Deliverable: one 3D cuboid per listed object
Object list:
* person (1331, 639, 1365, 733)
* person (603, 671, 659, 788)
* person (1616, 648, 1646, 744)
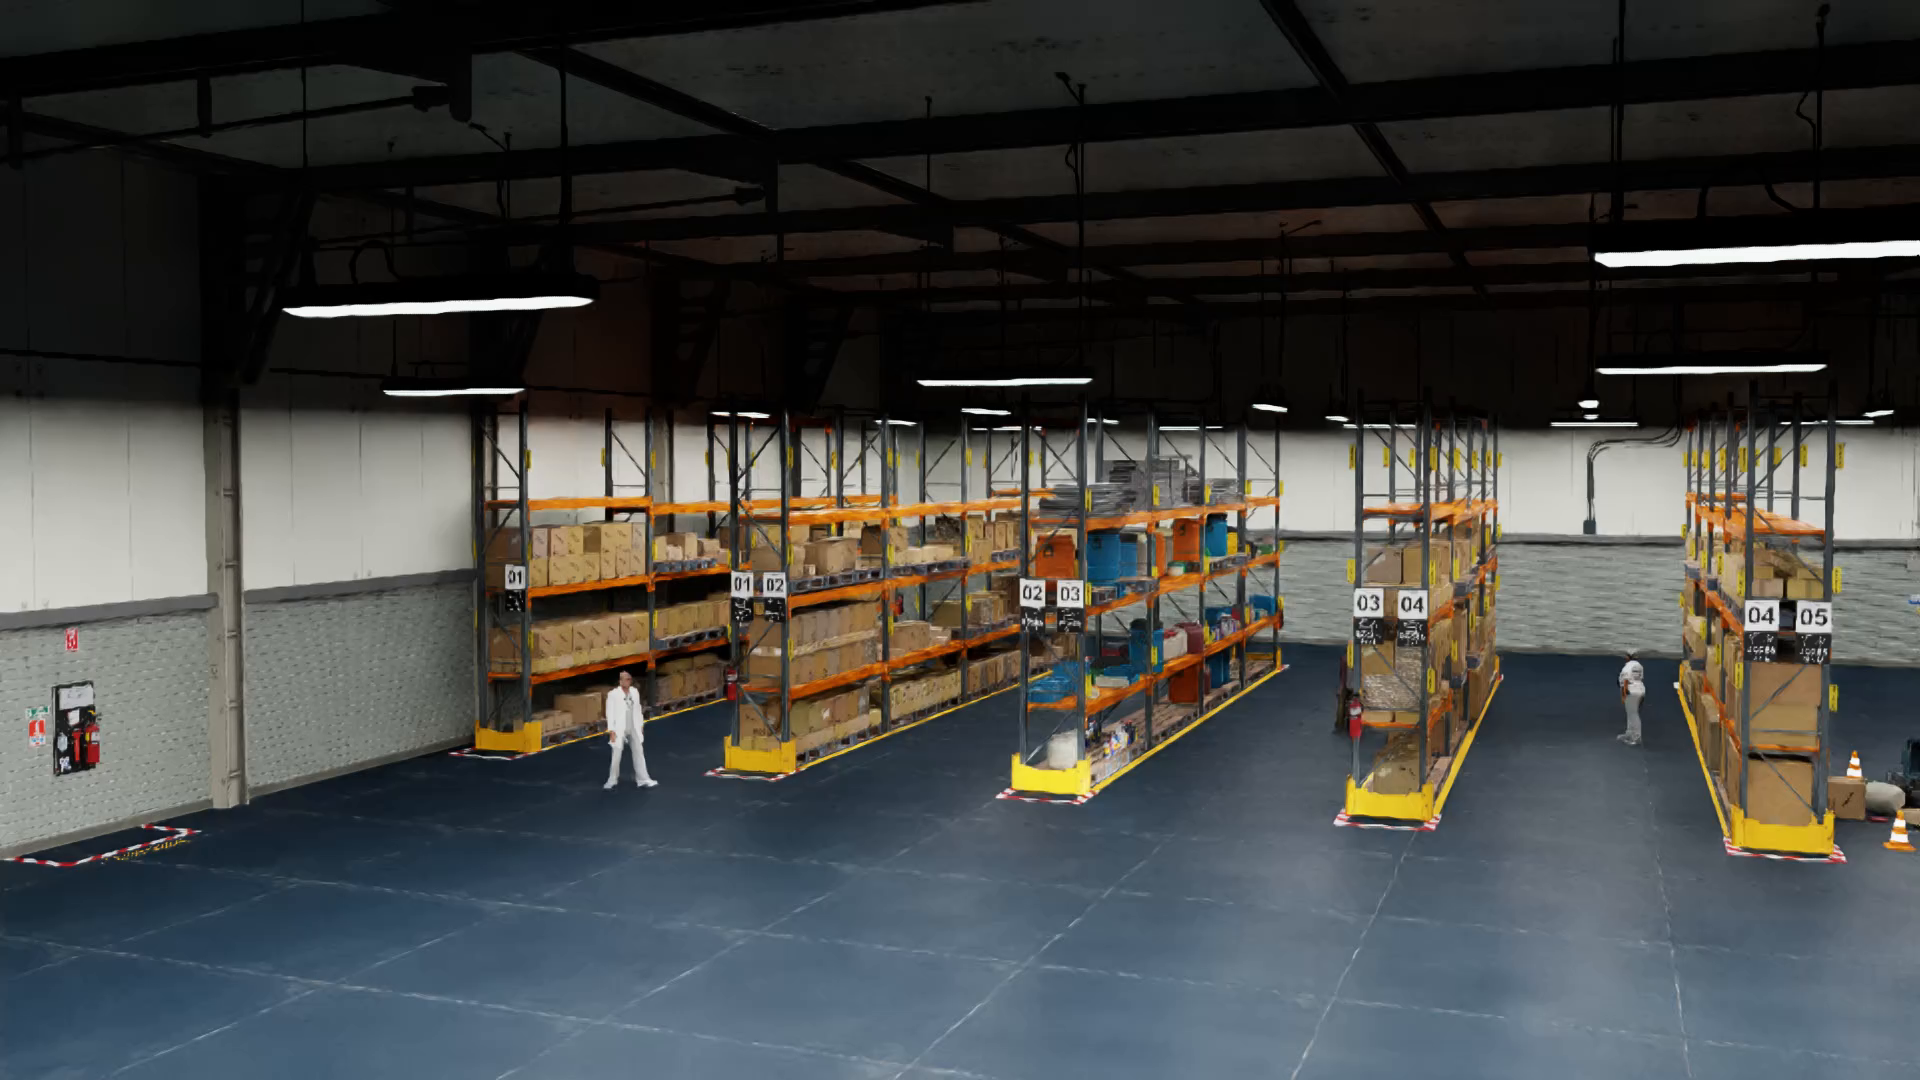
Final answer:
[{"bbox_3d":[7.148,2.651,30.320,0.575,1.714,1.104,2,3,30],"label":"person"},{"bbox_3d":[-5.045,2.868,25.258,0.761,1.771,0.575,-2,3,-36],"label":"person"},{"bbox_3d":[11.825,2.734,29.329,0.562,1.655,0.612,3,4,44],"label":"person"}]
